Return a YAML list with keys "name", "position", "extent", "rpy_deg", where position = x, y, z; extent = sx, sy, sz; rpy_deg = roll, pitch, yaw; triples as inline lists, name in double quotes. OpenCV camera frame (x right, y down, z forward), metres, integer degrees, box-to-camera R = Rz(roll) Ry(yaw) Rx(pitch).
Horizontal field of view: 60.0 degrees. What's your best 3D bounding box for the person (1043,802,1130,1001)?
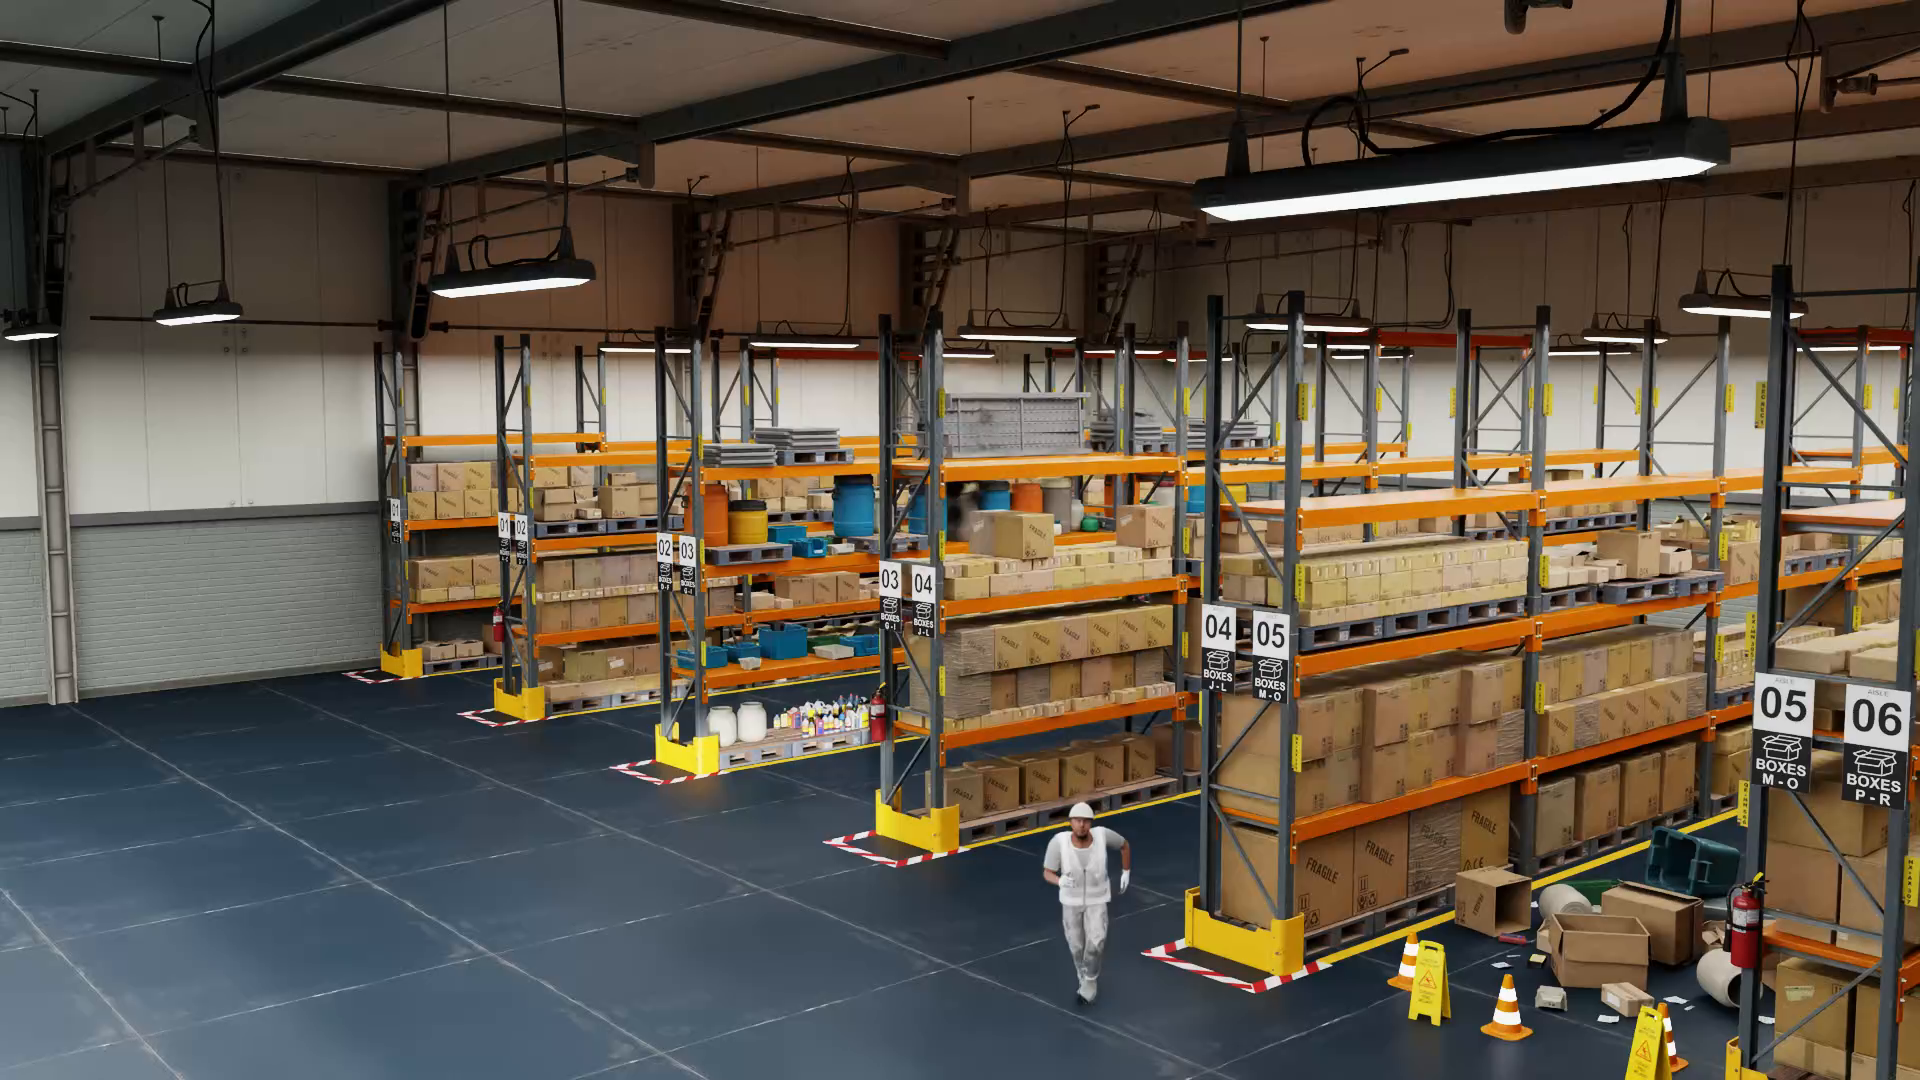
- name: "person"
  position: [1.053, 3.018, 13.826]
  extent: [0.724, 1.725, 0.778]
  rpy_deg: [0, 5, 5]
